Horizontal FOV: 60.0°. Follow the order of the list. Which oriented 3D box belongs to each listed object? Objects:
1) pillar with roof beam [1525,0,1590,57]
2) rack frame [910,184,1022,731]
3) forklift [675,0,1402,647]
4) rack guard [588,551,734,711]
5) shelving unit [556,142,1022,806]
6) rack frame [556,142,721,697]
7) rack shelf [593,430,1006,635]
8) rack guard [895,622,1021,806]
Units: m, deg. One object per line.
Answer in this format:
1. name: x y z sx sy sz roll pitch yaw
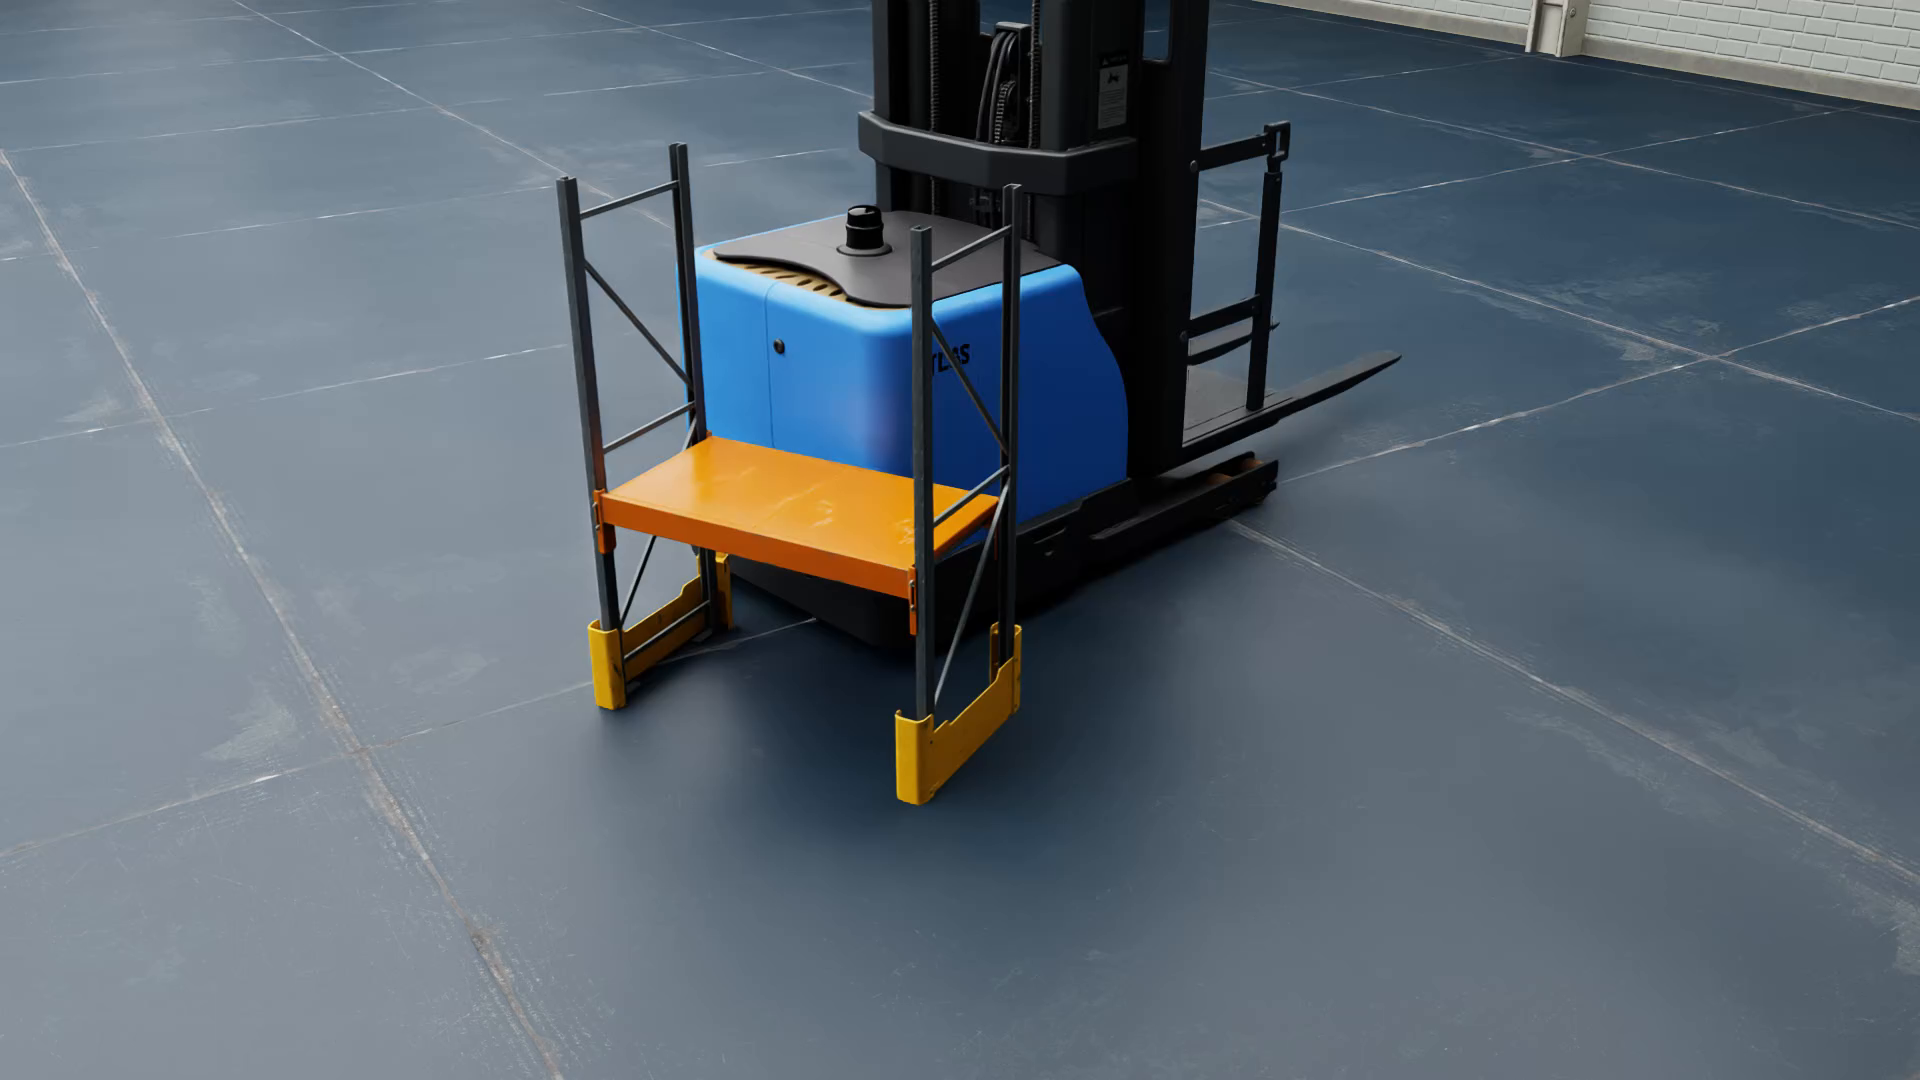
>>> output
1. pillar with roof beam: 1.803 -7.509 11.114 9.100 9.000 0.400 -16 29 -30
2. rack frame: 0.021 -0.103 4.212 0.032 1.500 0.500 13 28 25
3. forklift: 0.509 -1.536 5.571 3.031 2.935 1.130 -23 34 -39
4. rack guard: -0.873 0.256 4.915 0.087 0.250 0.587 13 28 25
5. shelving unit: -0.435 -0.208 4.434 1.083 1.500 0.587 13 28 25
6. rack frame: -0.874 -0.309 4.648 0.032 1.500 0.500 13 28 25
7. rack shelf: -0.427 -0.044 4.507 1.000 0.185 0.538 13 28 25
8. rack guard: 0.004 0.458 4.487 0.087 0.250 0.587 13 28 25
